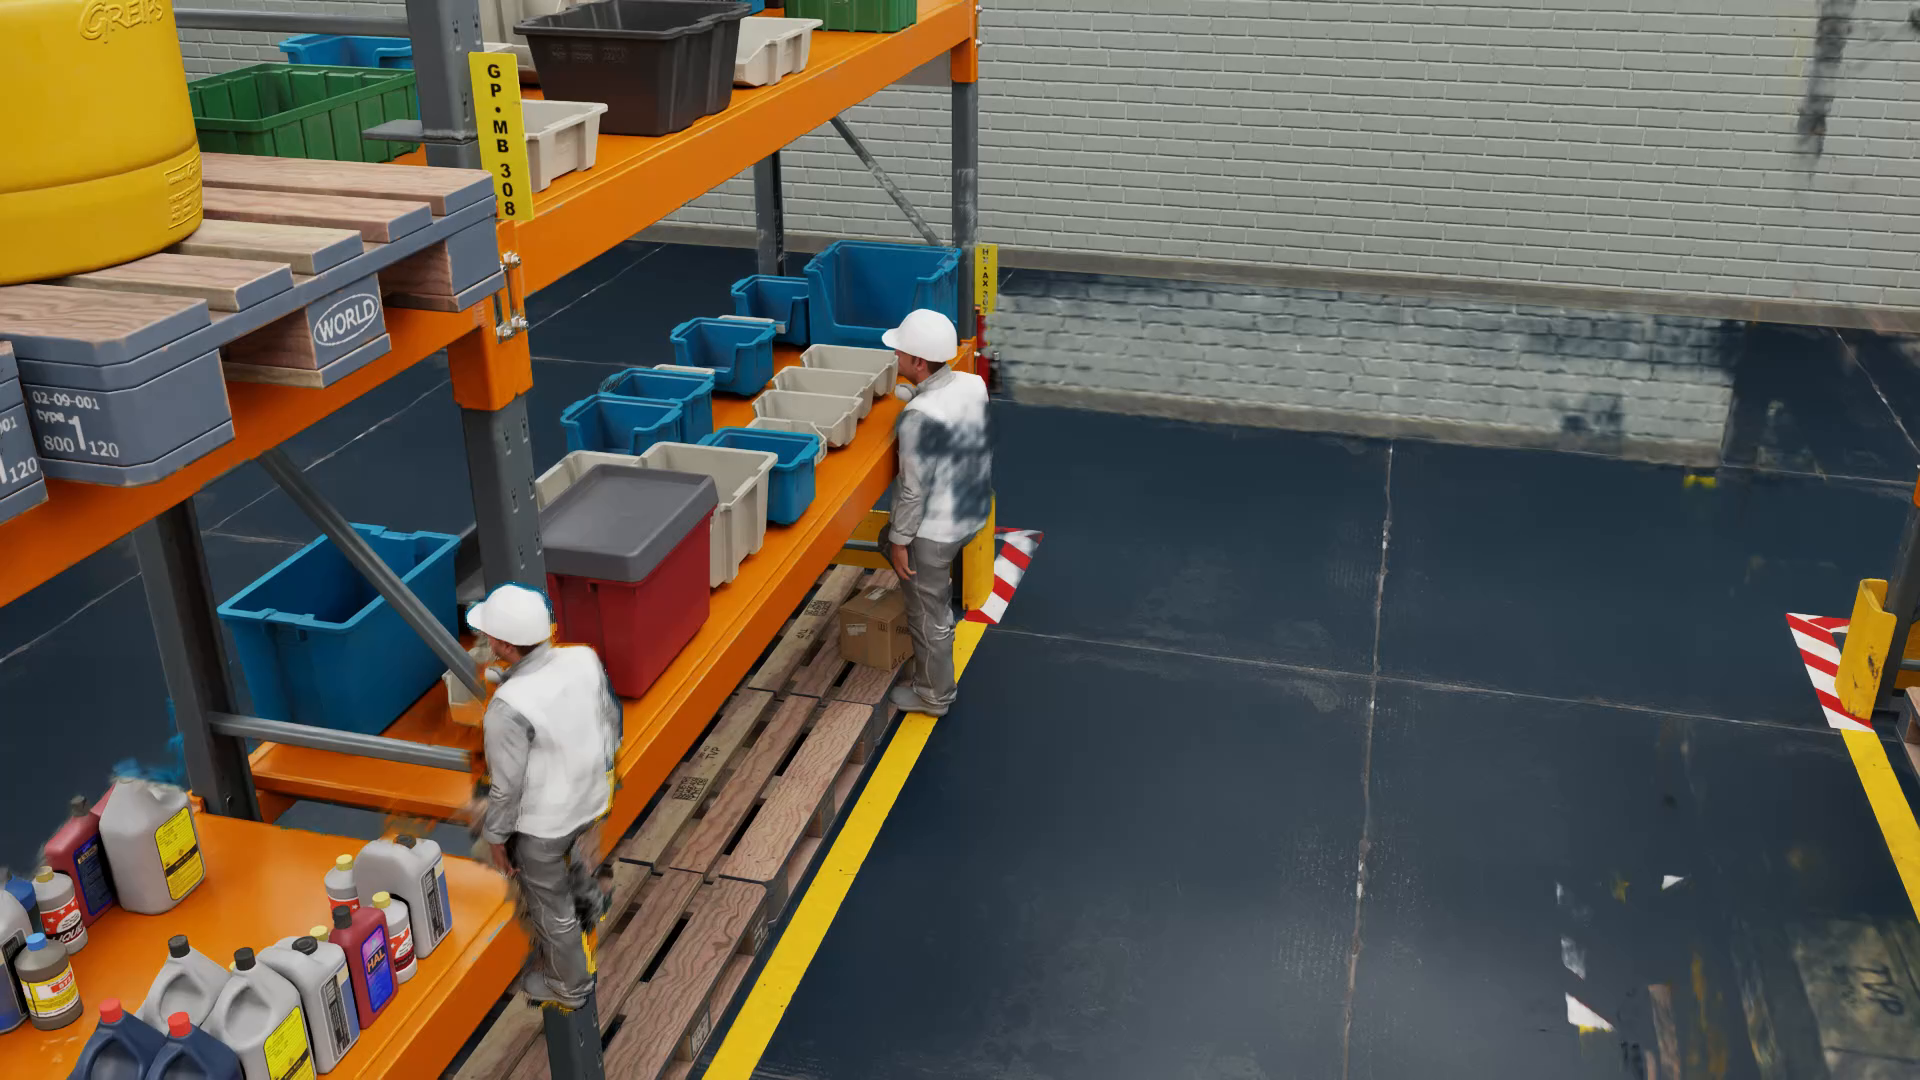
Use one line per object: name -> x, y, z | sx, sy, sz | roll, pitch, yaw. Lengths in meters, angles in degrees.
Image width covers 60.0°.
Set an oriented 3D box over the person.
person -> -0.173, -0.106, 6.778 | 0.613, 1.775, 0.635 | 15, 29, 28
